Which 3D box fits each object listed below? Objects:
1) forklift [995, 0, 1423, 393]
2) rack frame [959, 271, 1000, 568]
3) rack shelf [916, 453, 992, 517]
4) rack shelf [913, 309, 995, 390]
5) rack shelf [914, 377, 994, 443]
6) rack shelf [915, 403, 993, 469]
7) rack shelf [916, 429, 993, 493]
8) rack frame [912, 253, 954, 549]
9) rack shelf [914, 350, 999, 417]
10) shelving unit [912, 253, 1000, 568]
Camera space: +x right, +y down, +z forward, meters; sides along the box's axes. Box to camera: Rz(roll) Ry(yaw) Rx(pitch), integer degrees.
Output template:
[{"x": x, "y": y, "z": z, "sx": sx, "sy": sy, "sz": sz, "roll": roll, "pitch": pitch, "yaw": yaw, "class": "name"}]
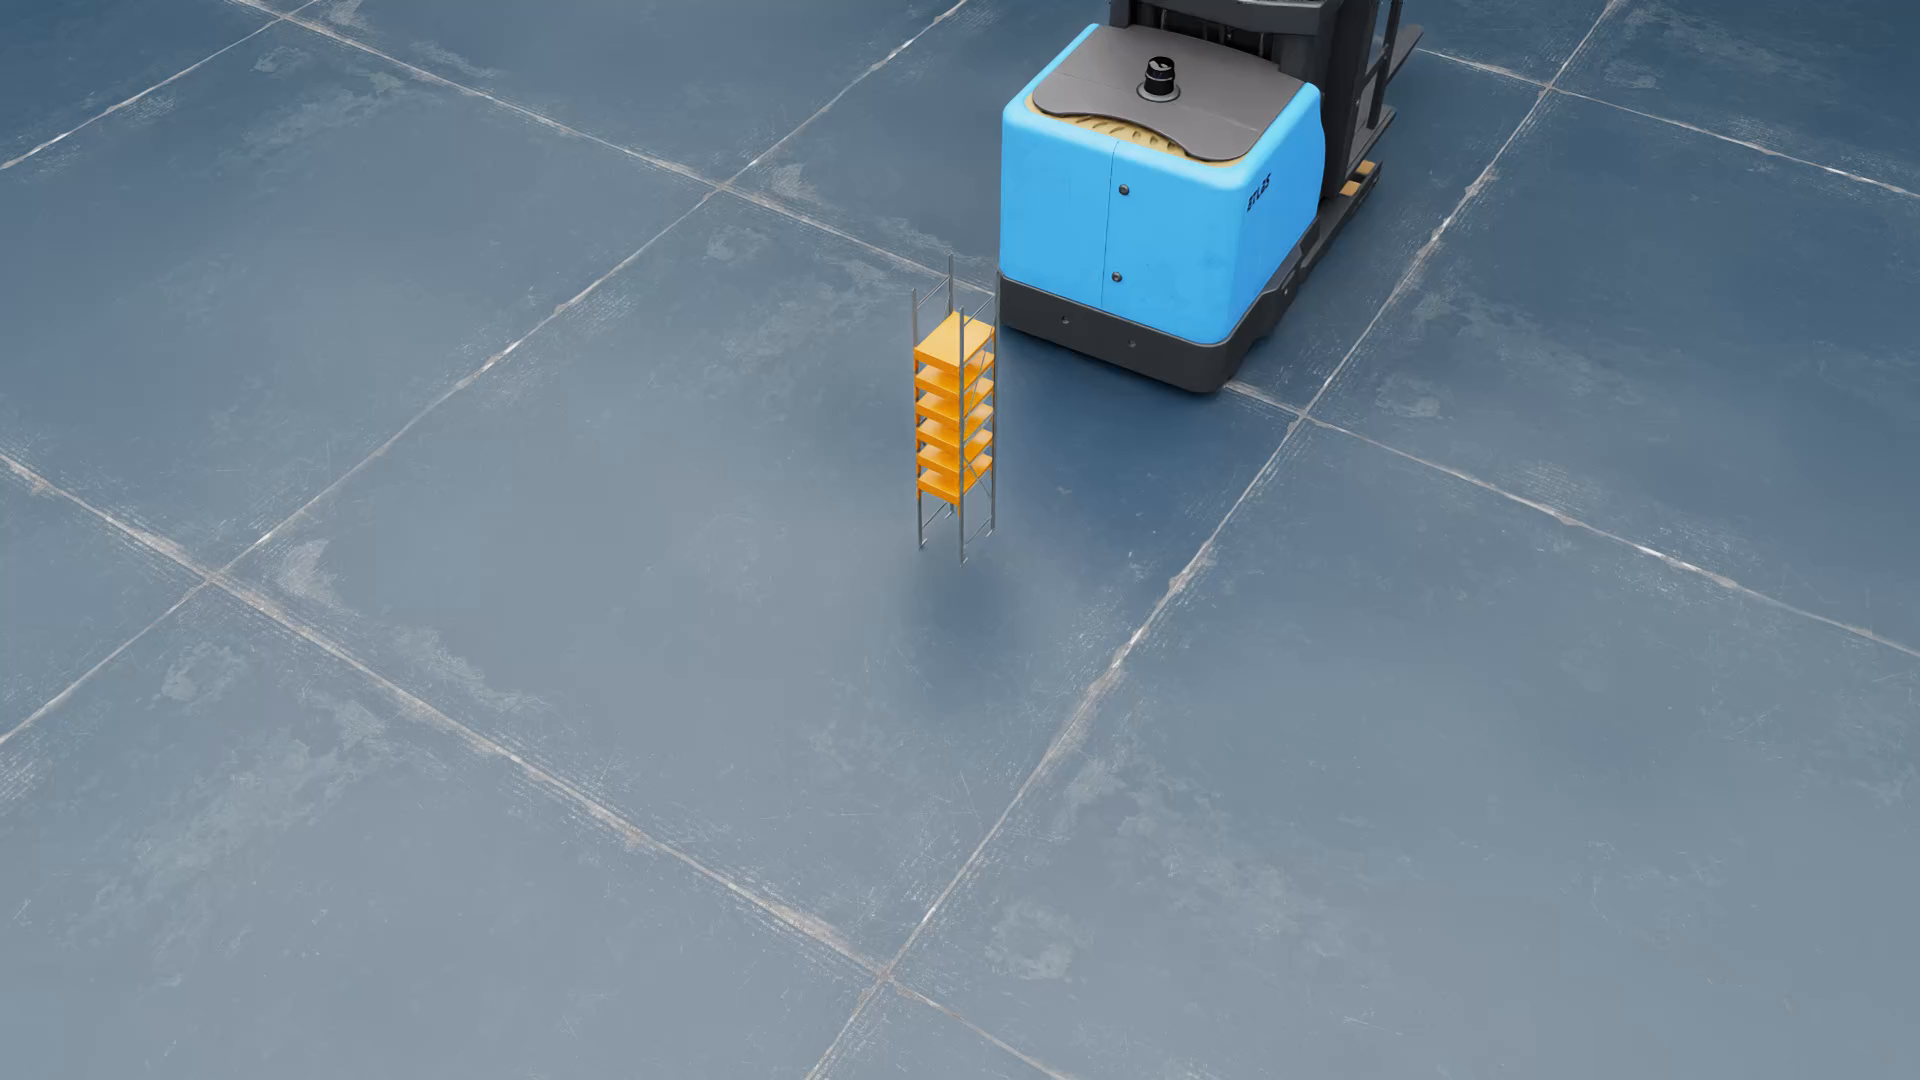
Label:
[{"x": 1.319, "y": -2.667, "z": 6.798, "sx": 1.130, "sy": 2.935, "sz": 3.031, "roll": 22, "pitch": 50, "yaw": 20, "class": "forklift"}, {"x": 0.065, "y": -0.388, "z": 5.791, "sx": 0.006, "sy": 1.200, "sz": 0.240, "roll": 25, "pitch": 51, "yaw": 22, "class": "rack frame"}, {"x": -0.012, "y": -0.226, "z": 6.029, "sx": 0.180, "sy": 0.103, "sz": 0.258, "roll": 25, "pitch": 51, "yaw": 22, "class": "rack shelf"}, {"x": -0.012, "y": -0.644, "z": 5.599, "sx": 0.180, "sy": 0.103, "sz": 0.258, "roll": 25, "pitch": 51, "yaw": 22, "class": "rack shelf"}, {"x": -0.012, "y": -0.476, "z": 5.771, "sx": 0.180, "sy": 0.103, "sz": 0.258, "roll": 25, "pitch": 51, "yaw": 22, "class": "rack shelf"}, {"x": -0.012, "y": -0.393, "z": 5.857, "sx": 0.180, "sy": 0.103, "sz": 0.258, "roll": 25, "pitch": 51, "yaw": 22, "class": "rack shelf"}, {"x": -0.012, "y": -0.309, "z": 5.943, "sx": 0.180, "sy": 0.103, "sz": 0.258, "roll": 25, "pitch": 51, "yaw": 22, "class": "rack shelf"}, {"x": -0.089, "y": -0.459, "z": 5.860, "sx": 0.006, "sy": 1.200, "sz": 0.240, "roll": 25, "pitch": 51, "yaw": 22, "class": "rack frame"}, {"x": -0.012, "y": -0.560, "z": 5.685, "sx": 0.180, "sy": 0.103, "sz": 0.258, "roll": 25, "pitch": 51, "yaw": 22, "class": "rack shelf"}, {"x": -0.012, "y": -0.424, "z": 5.825, "sx": 0.189, "sy": 1.200, "sz": 0.258, "roll": 25, "pitch": 51, "yaw": 22, "class": "shelving unit"}]
